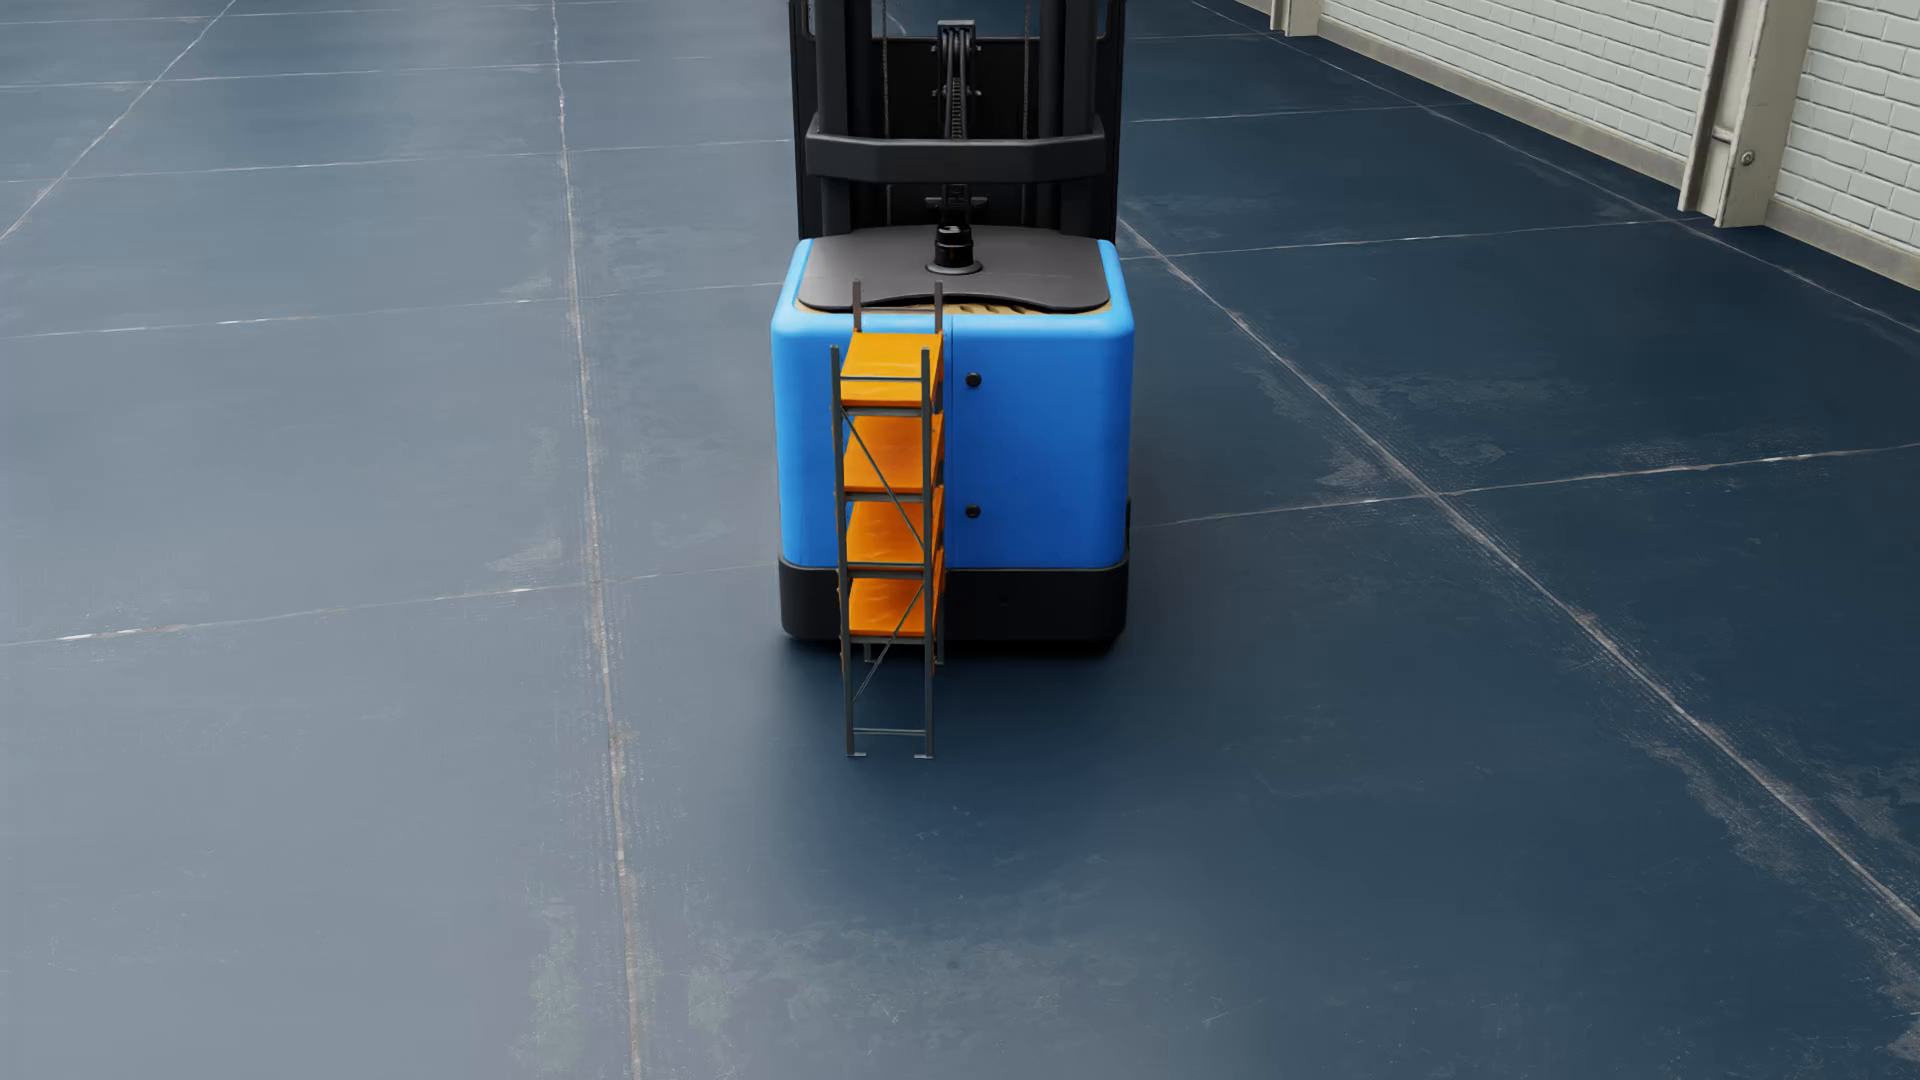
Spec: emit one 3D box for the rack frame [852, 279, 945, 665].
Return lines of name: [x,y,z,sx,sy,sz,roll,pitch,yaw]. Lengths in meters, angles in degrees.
rack frame: [-0.167,-0.161,4.719,0.240,1.200,0.015,1,28,3]

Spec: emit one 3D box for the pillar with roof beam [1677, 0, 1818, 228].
pillar with roof beam: [0.093,-5.401,6.463,9.100,9.000,0.400,-6,27,-12]

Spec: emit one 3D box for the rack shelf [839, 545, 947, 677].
rack shelf: [-0.179,0.188,4.627,0.258,0.148,0.480,1,28,3]

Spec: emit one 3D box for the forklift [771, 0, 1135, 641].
forklift: [-0.008,-1.625,5.716,1.130,2.935,3.031,0,27,0]

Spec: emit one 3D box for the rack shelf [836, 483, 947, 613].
rack shelf: [-0.180,0.012,4.535,0.258,0.148,0.480,1,28,3]

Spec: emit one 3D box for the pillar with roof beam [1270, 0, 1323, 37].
pillar with roof beam: [-1.259,-8.035,11.681,9.100,9.000,0.400,-6,27,-12]

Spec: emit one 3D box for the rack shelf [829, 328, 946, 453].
rack shelf: [-0.180,-0.395,4.320,0.258,0.148,0.480,1,28,3]

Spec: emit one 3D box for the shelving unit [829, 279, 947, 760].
shelving unit: [-0.180,-0.048,4.503,0.258,1.200,0.503,1,28,3]

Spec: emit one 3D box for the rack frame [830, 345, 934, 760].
rack frame: [-0.192,0.066,4.288,0.240,1.200,0.015,1,28,3]

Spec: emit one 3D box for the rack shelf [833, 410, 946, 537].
rack shelf: [-0.180,-0.186,4.430,0.258,0.148,0.480,1,28,3]
